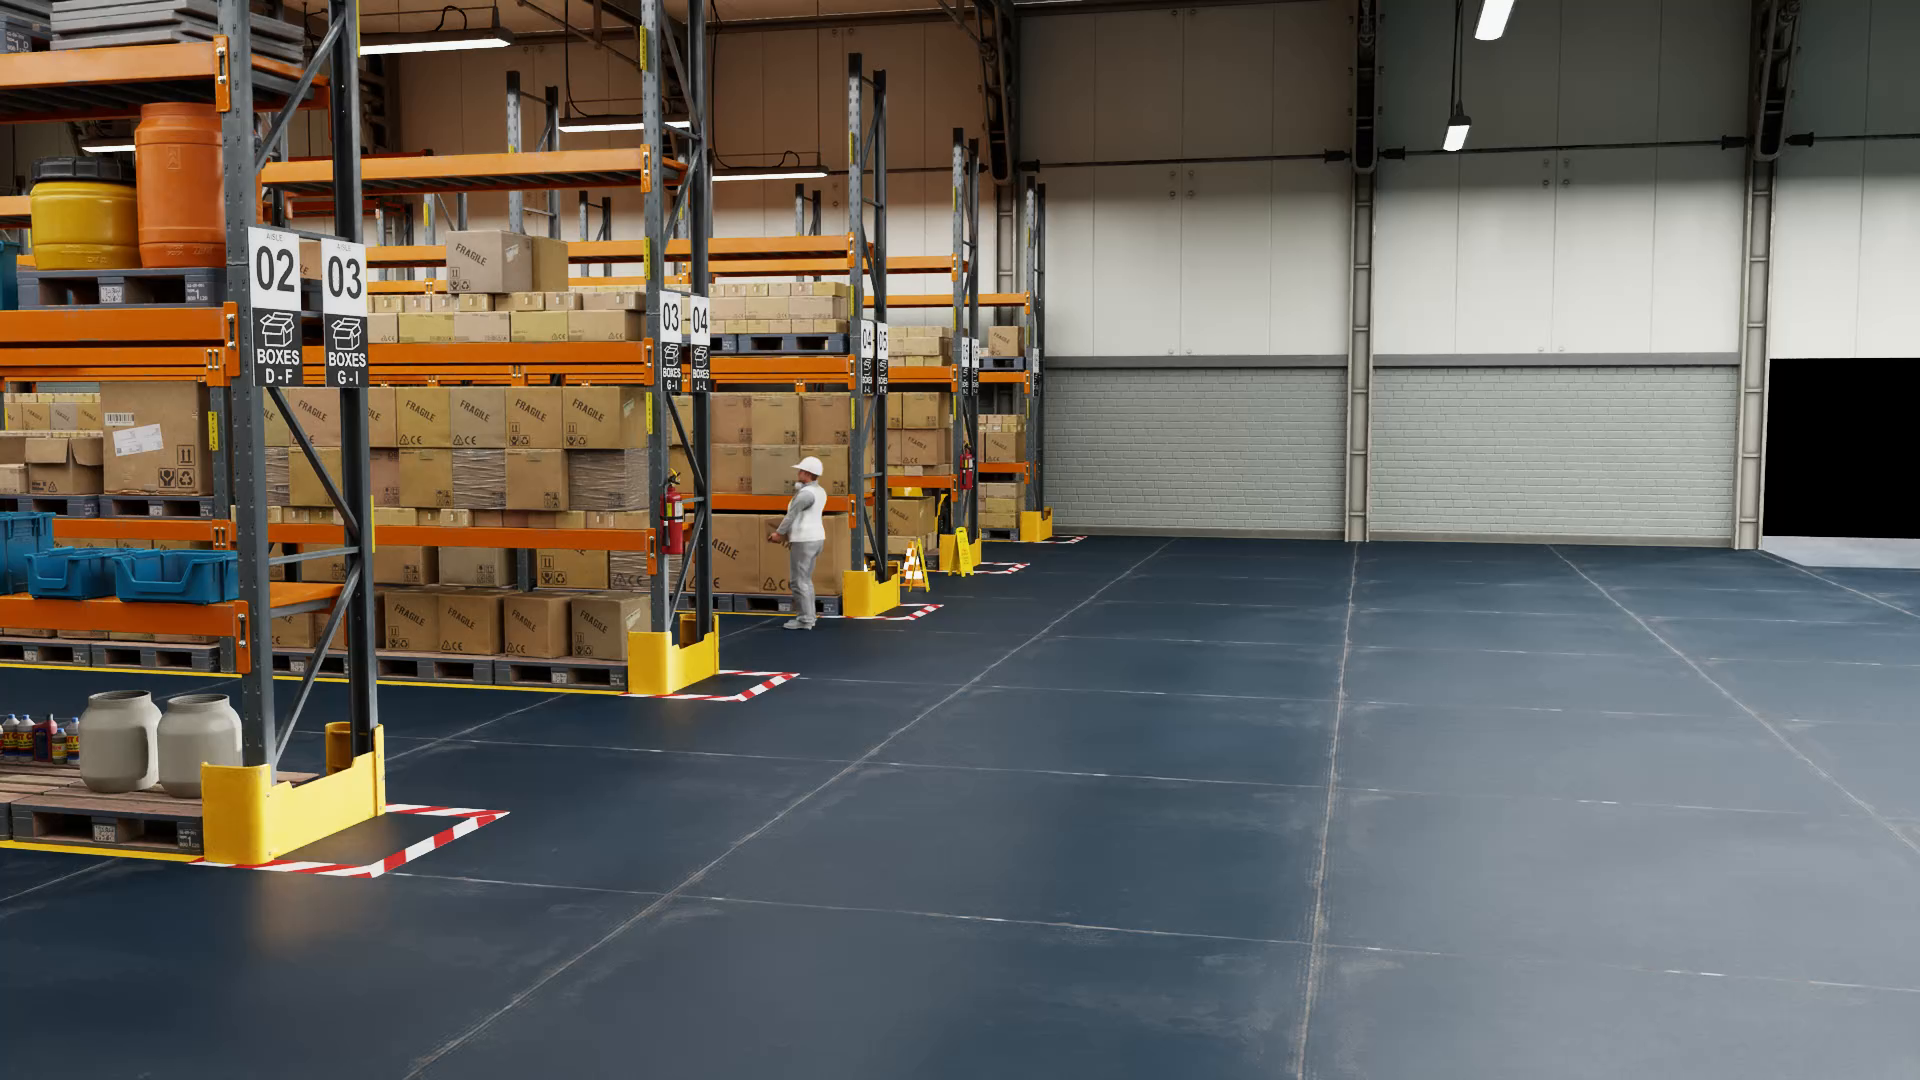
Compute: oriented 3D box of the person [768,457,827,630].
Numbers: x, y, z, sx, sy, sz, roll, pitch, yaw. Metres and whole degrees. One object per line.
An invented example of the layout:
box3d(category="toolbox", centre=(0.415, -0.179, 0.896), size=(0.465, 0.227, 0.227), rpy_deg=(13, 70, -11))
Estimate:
box3d(category="person", centre=(-1.675, 0.026, 17.100), size=(0.553, 1.762, 0.494), rpy_deg=(1, 5, 14))
